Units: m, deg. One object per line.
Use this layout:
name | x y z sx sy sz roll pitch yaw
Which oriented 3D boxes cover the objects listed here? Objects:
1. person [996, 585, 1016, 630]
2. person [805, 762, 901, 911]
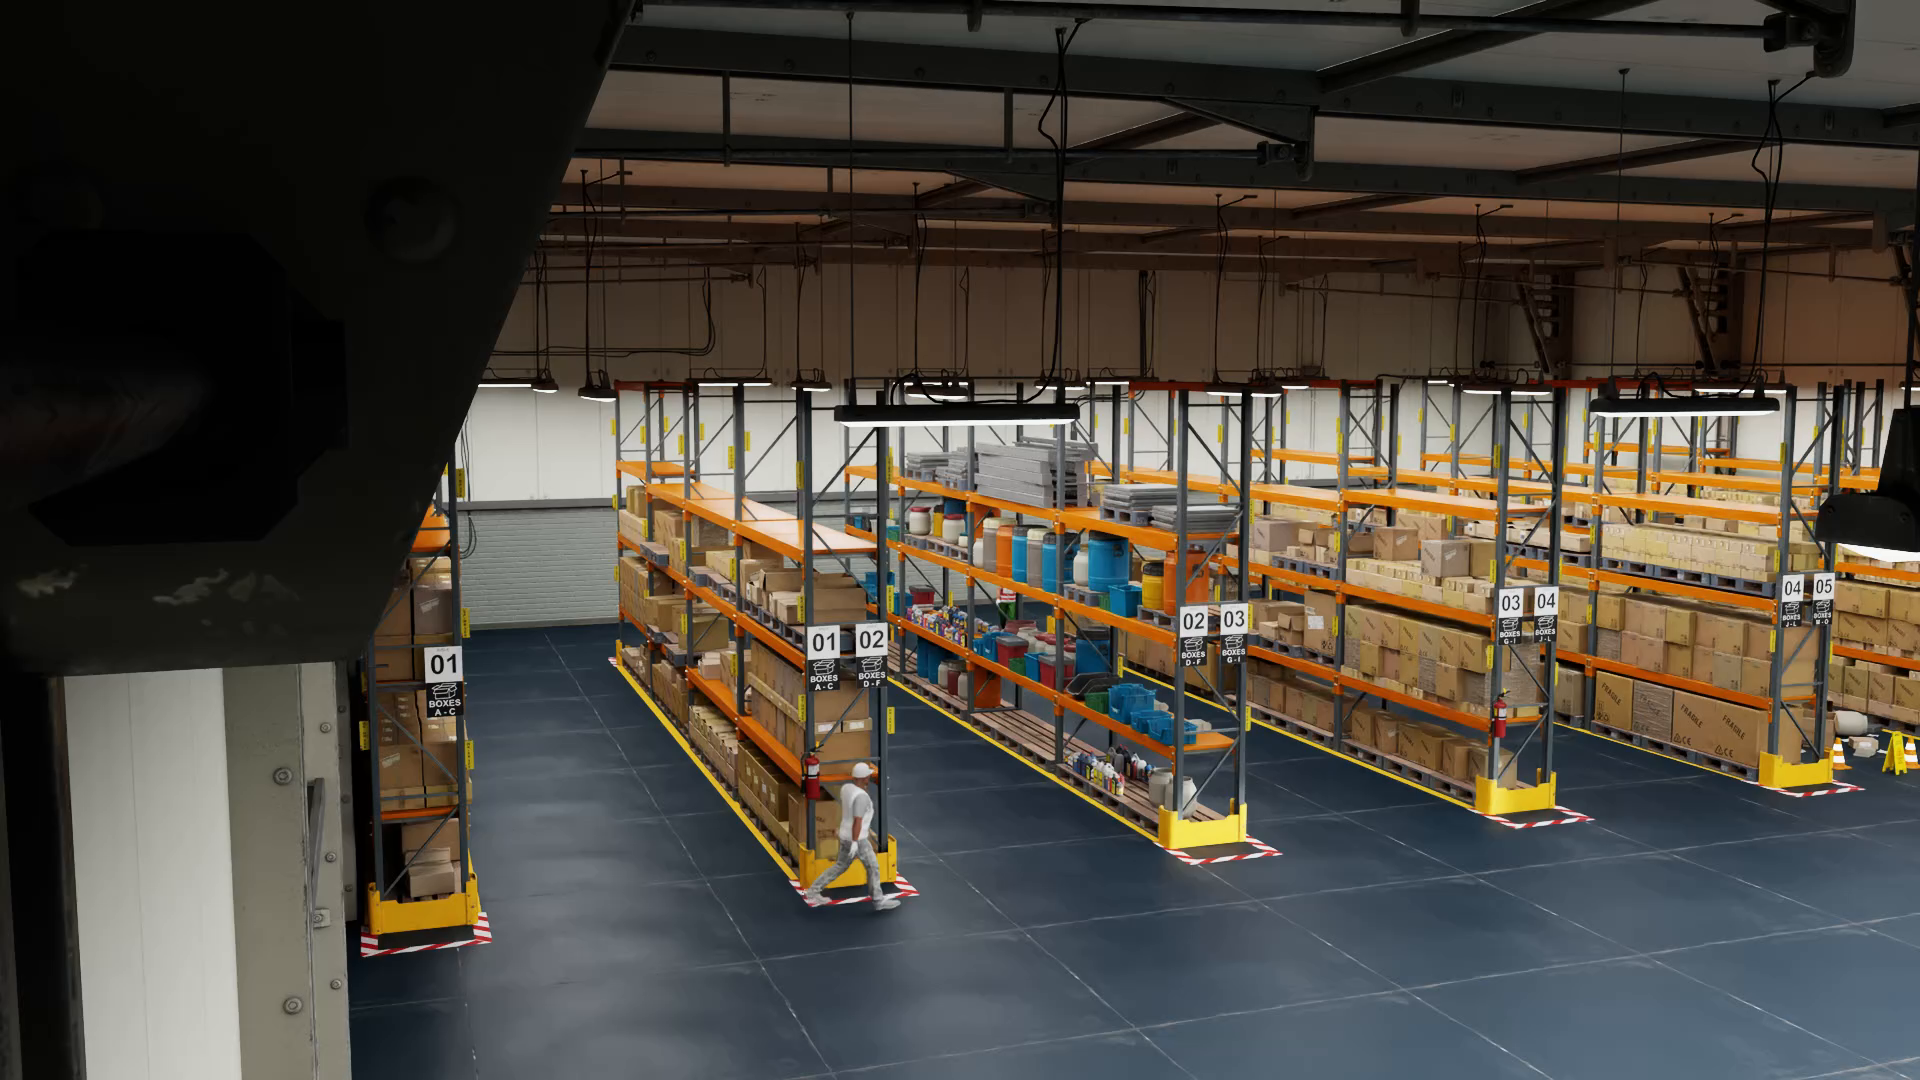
person | 1.103 1.421 38.151 0.563 1.758 0.986 0 6 -1
person | -1.243 3.435 19.230 1.096 1.734 0.577 -1 6 -9
